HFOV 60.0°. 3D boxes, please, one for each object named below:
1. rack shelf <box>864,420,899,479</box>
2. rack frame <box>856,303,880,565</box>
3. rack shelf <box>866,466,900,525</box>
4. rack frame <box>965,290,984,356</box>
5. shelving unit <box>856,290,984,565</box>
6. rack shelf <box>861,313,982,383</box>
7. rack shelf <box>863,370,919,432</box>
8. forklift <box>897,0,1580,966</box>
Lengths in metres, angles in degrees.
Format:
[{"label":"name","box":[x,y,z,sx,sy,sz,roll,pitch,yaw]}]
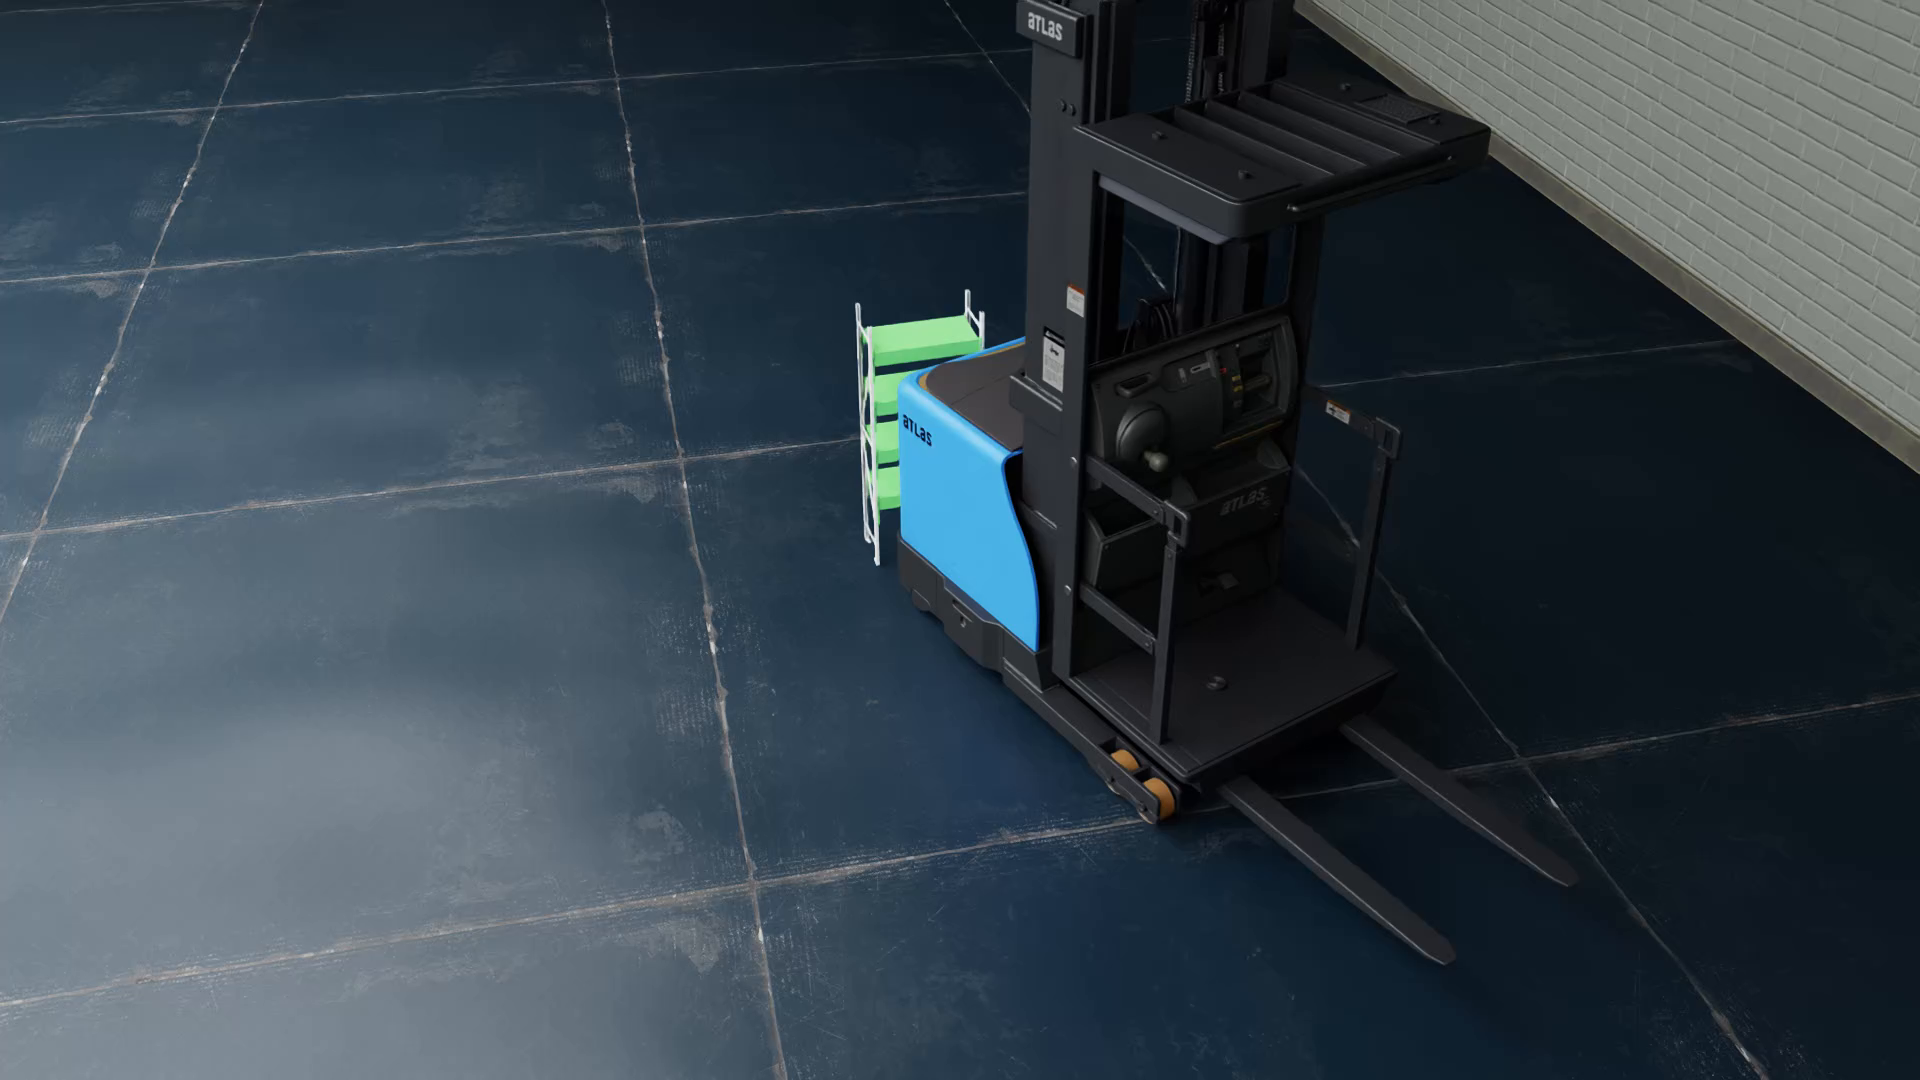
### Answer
[{"label":"rack shelf","box":[-0.171,-0.432,7.432,0.480,0.148,0.258,-9,35,-13]},{"label":"rack frame","box":[-0.406,-0.448,7.341,0.015,1.200,0.240,-9,35,-13]},{"label":"rack shelf","box":[-0.171,-0.233,7.566,0.480,0.148,0.258,-9,35,-13]},{"label":"rack frame","box":[0.063,-0.523,7.452,0.015,1.200,0.240,-9,35,-13]},{"label":"shelving unit","box":[-0.171,-0.485,7.397,0.503,1.200,0.258,-9,35,-13]},{"label":"rack shelf","box":[-0.171,-0.831,7.165,0.480,0.148,0.258,-9,35,-13]},{"label":"rack shelf","box":[-0.171,-0.632,7.298,0.480,0.148,0.258,-9,35,-13]},{"label":"forklift","box":[0.974,-0.471,5.821,1.130,2.935,3.031,-21,39,-28]}]
